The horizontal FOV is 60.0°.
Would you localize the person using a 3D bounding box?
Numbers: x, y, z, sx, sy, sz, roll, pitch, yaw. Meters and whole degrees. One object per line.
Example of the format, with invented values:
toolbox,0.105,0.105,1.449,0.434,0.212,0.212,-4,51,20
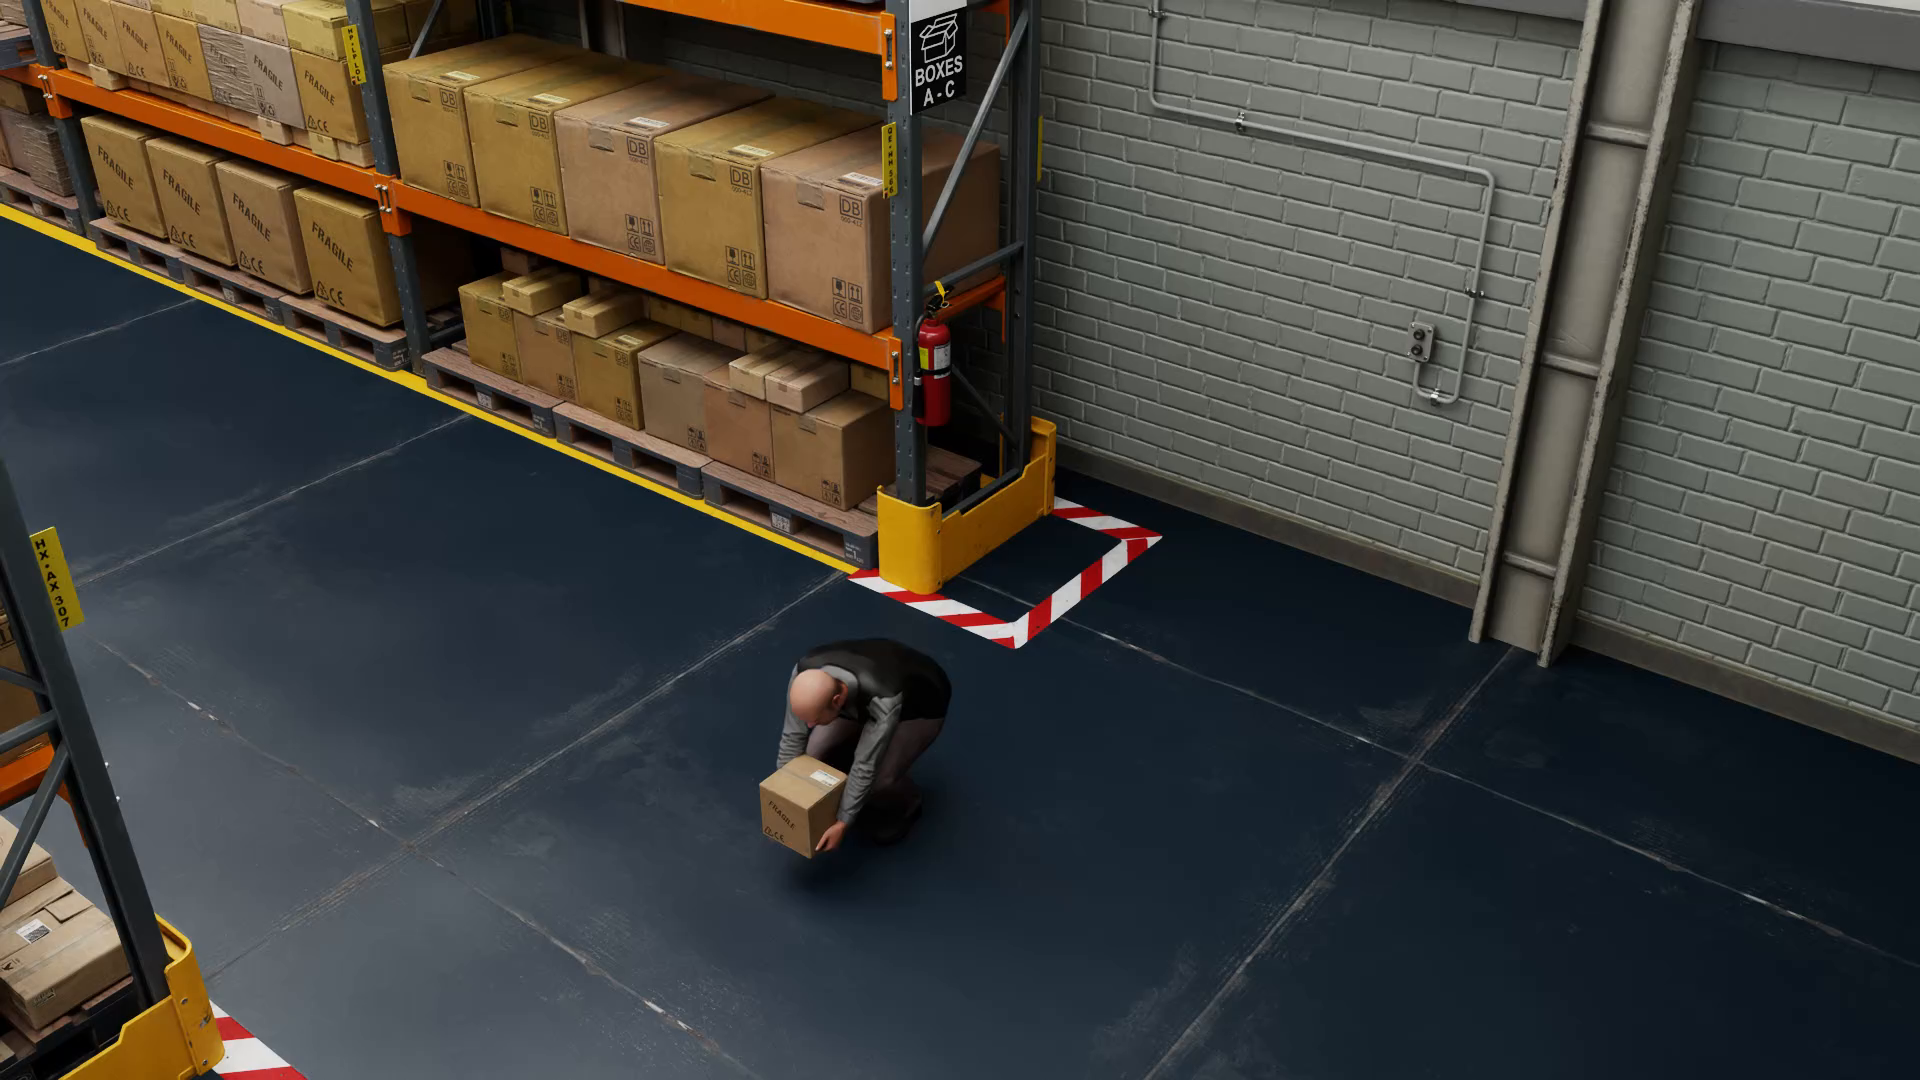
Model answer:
person,-0.392,0.765,6.617,0.513,0.970,0.877,20,36,30
